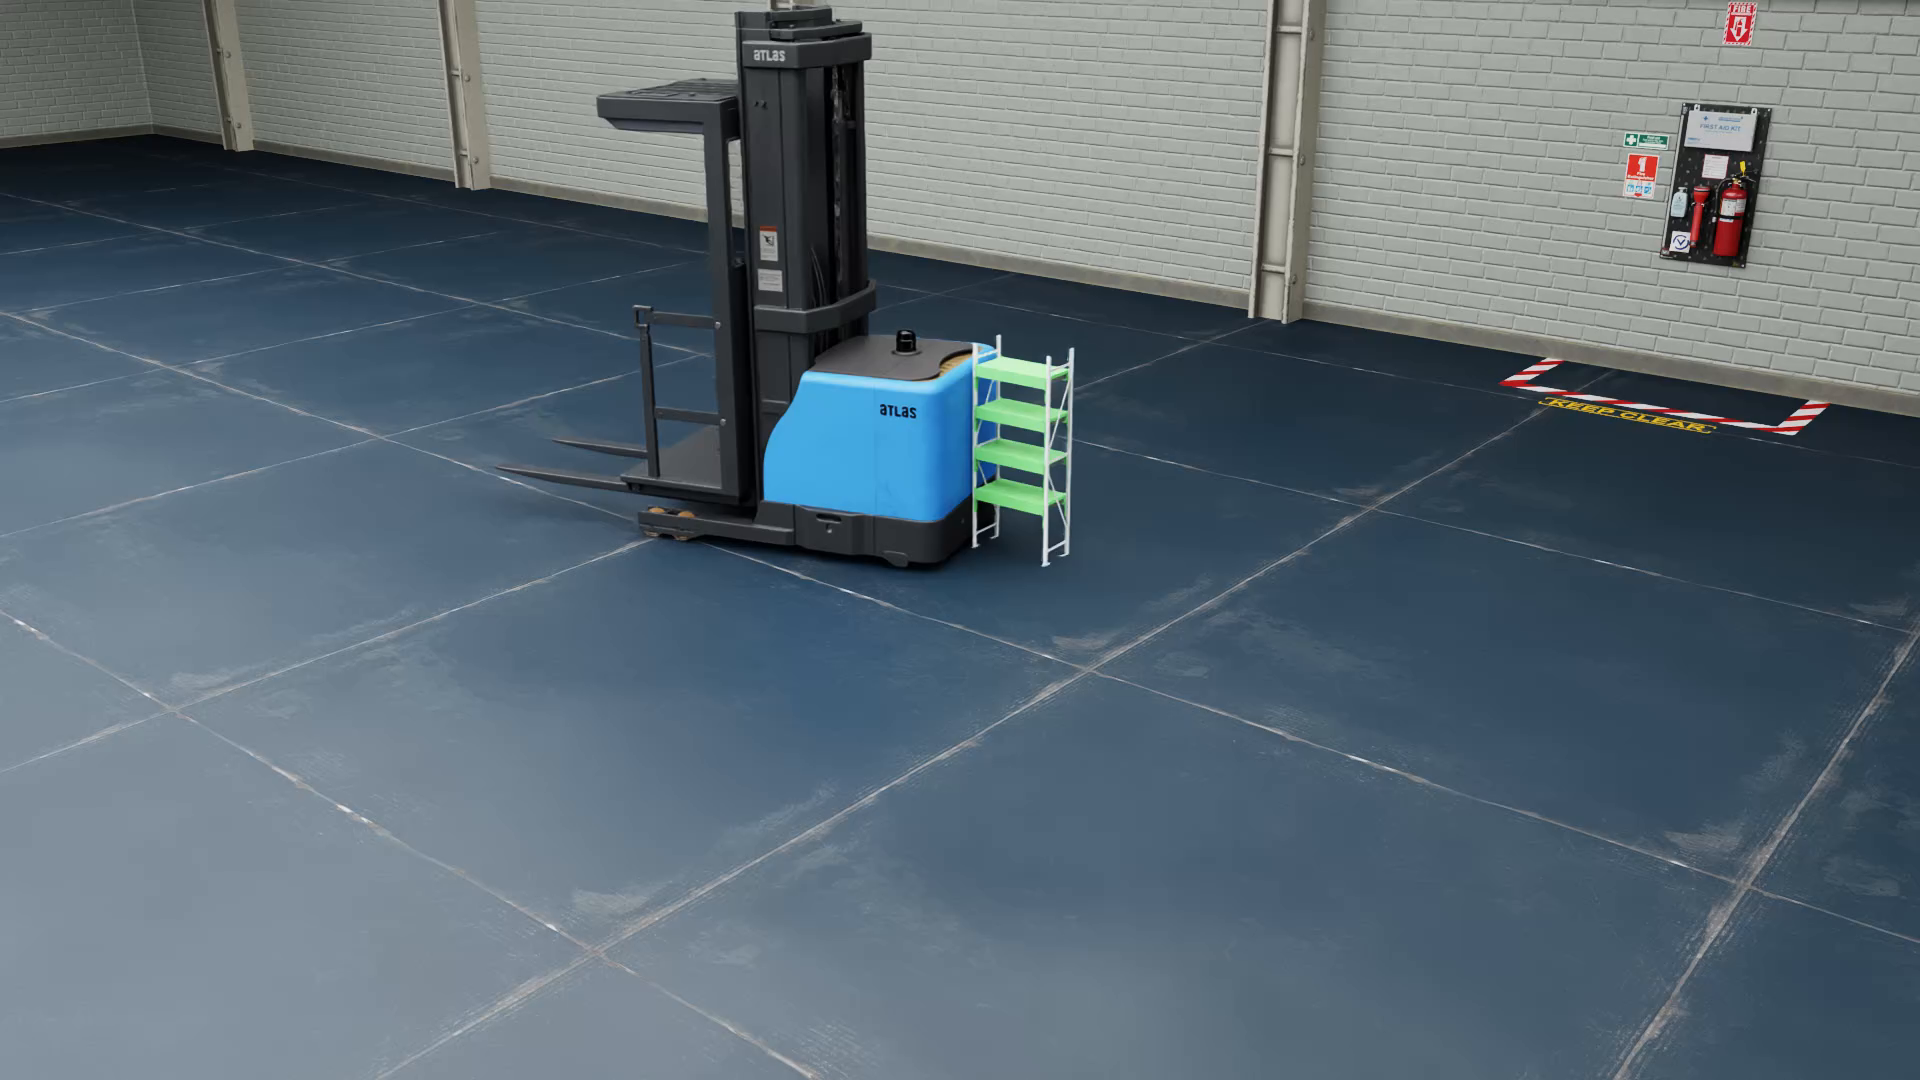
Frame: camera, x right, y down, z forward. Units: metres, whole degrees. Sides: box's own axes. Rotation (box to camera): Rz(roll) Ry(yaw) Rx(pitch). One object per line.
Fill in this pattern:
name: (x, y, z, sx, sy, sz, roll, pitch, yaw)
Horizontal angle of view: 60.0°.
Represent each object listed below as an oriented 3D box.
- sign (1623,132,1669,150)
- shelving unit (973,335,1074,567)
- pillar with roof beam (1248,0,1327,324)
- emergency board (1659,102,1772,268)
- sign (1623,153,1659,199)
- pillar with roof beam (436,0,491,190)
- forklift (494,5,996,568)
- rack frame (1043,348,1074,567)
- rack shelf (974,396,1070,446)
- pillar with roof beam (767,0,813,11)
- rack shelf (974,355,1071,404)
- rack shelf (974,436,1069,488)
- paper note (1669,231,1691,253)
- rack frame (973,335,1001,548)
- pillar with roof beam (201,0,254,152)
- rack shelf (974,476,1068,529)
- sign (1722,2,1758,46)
sign: (5.236, -3.045, 12.691, 0.331, 0.109, 0.001, 16, 26, 36)
shelving unit: (0.345, -0.499, 9.290, 0.503, 1.200, 0.258, 15, 25, 34)
pillar with roof beam: (0.121, -5.040, 10.279, 0.400, 9.000, 9.100, 16, 26, 36)
emergency board: (5.601, -2.633, 12.398, 0.643, 1.169, 0.194, 16, 26, 36)
sign: (5.238, -2.801, 12.794, 0.234, 0.329, 0.001, 16, 26, 36)
pillar with roof beam: (-9.175, -7.717, 17.378, 0.400, 9.000, 9.100, 16, 26, 36)
forklift: (-1.341, -1.530, 9.572, 3.031, 2.935, 1.130, 8, 22, 20)
rack frame: (0.541, -0.447, 9.153, 0.015, 1.200, 0.240, 15, 25, 34)
rack shelf: (0.345, -0.663, 9.228, 0.480, 0.148, 0.258, 15, 25, 34)
pillar with roof beam: (-4.527, -6.378, 13.829, 0.400, 9.000, 9.100, 16, 26, 36)
rack shelf: (0.345, -0.888, 9.143, 0.480, 0.148, 0.258, 15, 25, 34)
rack shelf: (0.345, -0.439, 9.312, 0.480, 0.148, 0.258, 15, 25, 34)
paper note: (5.508, -2.279, 12.708, 0.142, 0.148, 0.016, 16, 26, 36)
rack frame: (0.150, -0.550, 9.427, 0.015, 1.200, 0.240, 15, 25, 34)
pillar with roof beam: (-13.824, -9.055, 20.928, 0.400, 9.000, 9.100, 16, 26, 36)
rack shelf: (0.345, -0.214, 9.397, 0.480, 0.148, 0.258, 15, 25, 34)
sign: (5.658, -3.746, 12.066, 0.199, 0.298, 0.001, 16, 26, 36)
